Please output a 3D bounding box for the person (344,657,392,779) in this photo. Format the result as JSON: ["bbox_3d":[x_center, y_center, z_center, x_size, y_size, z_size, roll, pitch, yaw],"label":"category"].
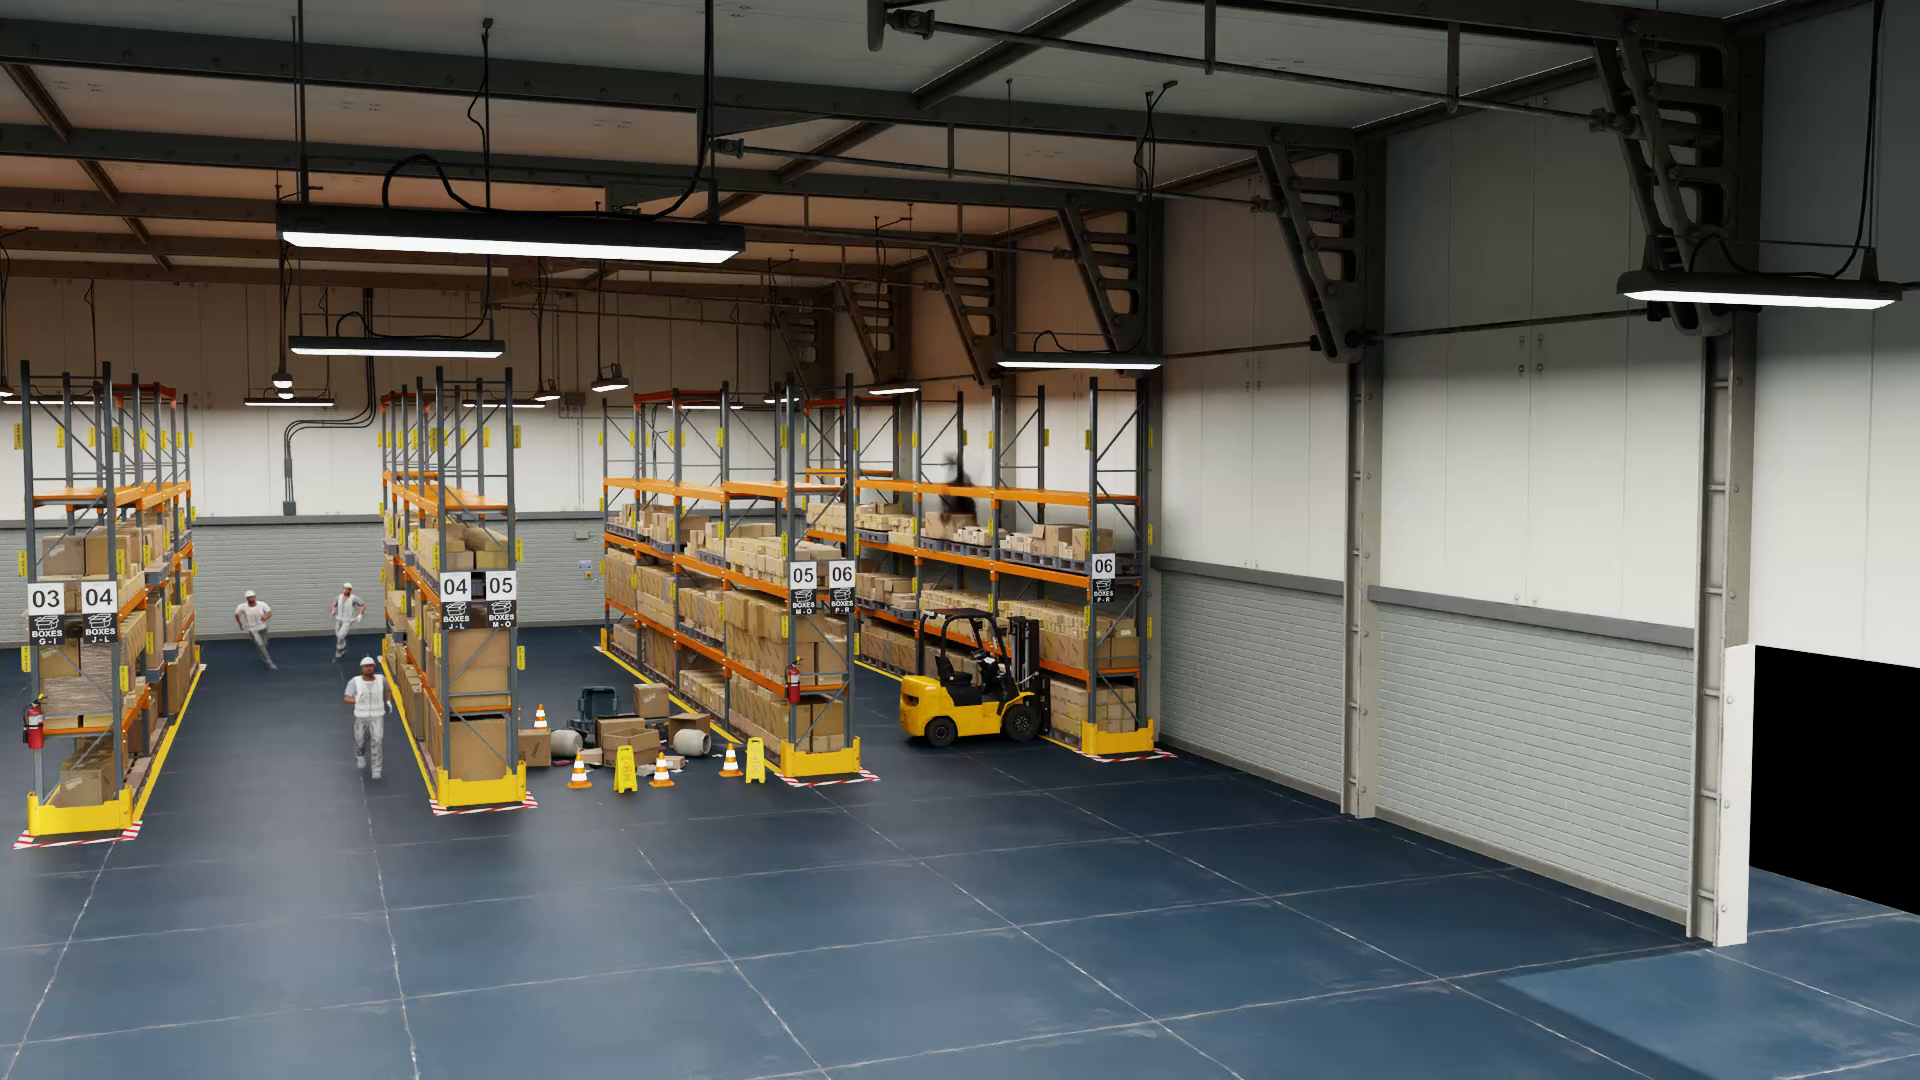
[{"bbox_3d":[-8.749,2.611,24.628,0.690,1.759,1.004,-1,4,-23],"label":"person"}]

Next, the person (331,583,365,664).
[{"bbox_3d":[-13.890,1.865,37.586,0.724,1.800,0.781,1,3,10],"label":"person"}]

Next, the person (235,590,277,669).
[{"bbox_3d":[-15.416,1.950,36.421,0.769,1.718,1.004,-3,4,-39],"label":"person"}]
